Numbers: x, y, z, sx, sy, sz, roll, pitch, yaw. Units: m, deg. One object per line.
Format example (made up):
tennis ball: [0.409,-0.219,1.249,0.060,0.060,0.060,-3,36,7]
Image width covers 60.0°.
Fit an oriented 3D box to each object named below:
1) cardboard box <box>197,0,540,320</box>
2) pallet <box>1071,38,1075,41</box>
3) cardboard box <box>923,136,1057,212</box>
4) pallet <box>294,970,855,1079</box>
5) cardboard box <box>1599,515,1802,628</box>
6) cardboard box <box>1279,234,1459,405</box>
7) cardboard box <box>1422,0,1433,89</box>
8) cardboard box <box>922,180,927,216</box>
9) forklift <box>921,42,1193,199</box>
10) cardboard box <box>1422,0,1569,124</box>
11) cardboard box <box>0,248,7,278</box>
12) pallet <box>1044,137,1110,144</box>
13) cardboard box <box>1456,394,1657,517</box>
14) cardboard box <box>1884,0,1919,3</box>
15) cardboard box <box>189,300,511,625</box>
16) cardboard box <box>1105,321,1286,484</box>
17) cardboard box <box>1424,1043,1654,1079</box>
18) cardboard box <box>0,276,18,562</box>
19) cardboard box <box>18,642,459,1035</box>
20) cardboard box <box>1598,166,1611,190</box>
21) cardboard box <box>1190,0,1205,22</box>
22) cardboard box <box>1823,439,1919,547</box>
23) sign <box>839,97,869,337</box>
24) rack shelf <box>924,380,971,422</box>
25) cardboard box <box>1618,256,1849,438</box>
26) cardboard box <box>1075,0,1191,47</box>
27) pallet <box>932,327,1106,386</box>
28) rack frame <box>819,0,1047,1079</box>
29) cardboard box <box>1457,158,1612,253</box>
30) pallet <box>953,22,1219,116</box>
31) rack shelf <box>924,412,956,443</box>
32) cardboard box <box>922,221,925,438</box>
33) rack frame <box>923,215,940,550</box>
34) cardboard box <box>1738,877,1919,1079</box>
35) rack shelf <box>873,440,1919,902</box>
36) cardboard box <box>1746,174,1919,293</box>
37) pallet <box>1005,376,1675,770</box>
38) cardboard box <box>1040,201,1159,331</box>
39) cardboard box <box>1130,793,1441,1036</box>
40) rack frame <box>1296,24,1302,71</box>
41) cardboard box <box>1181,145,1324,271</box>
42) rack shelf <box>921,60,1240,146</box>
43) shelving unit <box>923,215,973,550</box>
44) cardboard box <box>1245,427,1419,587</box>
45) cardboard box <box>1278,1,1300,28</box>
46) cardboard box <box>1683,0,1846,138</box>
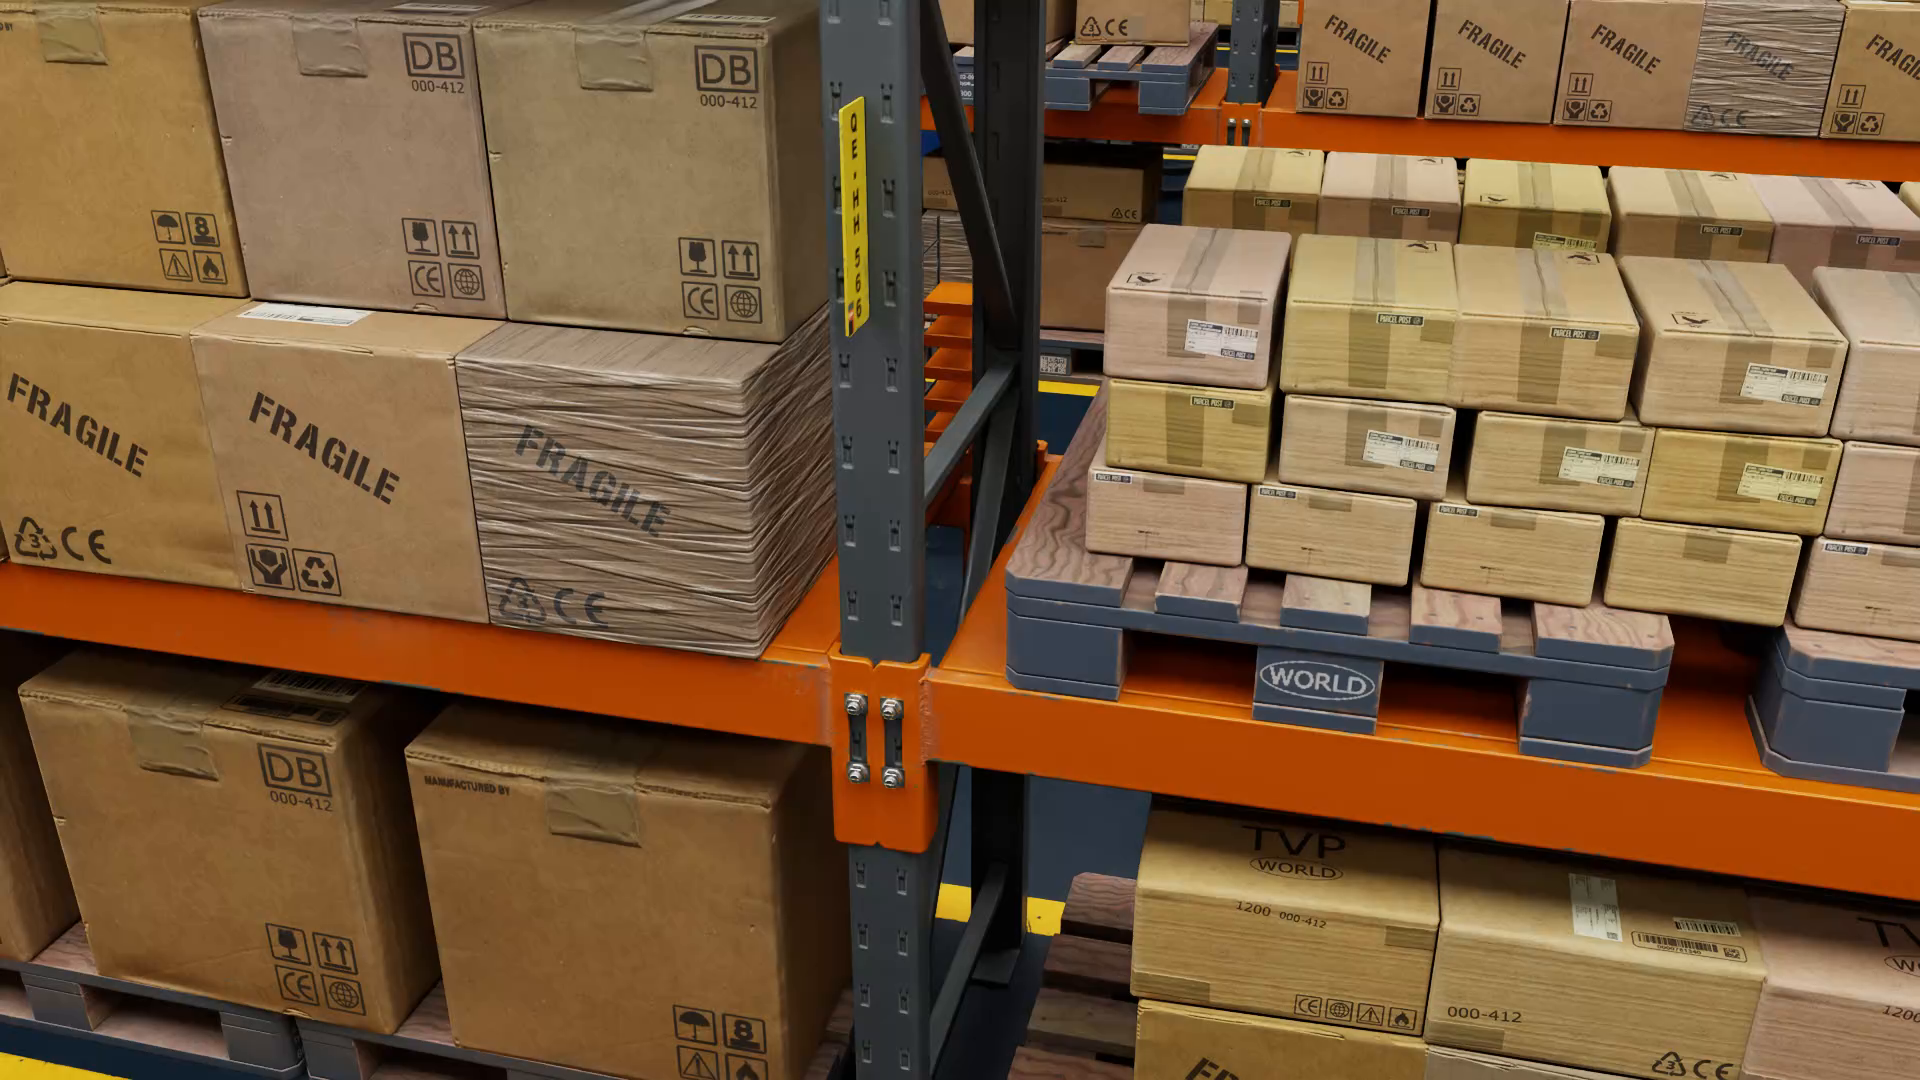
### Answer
cardboard box: [-0.938,-0.771,3.100,0.500,0.500,0.700,6,26,12]
pallet: [1.823,-5.323,17.186,1.213,0.211,1.003,6,26,13]
cardboard box: [0.145,-1.743,7.945,0.500,0.250,0.500,9,27,19]
pallet: [-0.760,0.975,3.957,1.213,0.211,1.003,6,26,13]
cardboard box: [1.151,-0.027,2.621,0.250,0.149,0.380,8,26,15]
cardboard box: [0.645,-0.356,2.619,0.250,0.149,0.380,6,26,12]
cardboard box: [2.339,-2.262,7.396,0.500,0.500,0.500,6,26,13]
cardboard box: [-0.427,-1.468,8.240,0.500,0.500,0.700,9,27,17]
forklift: [0.432,-3.398,9.977,3.031,2.935,1.130,-1,25,-3]
cardboard box: [2.221,-2.048,6.946,0.500,0.500,0.500,6,26,12]
cardboard box: [-1.930,-0.880,3.329,0.500,0.500,0.700,6,26,12]
pallet: [0.633,-3.256,12.844,1.213,0.211,1.003,6,26,13]
cardboard box: [0.925,-0.188,2.614,0.250,0.149,0.380,5,26,11]
cardboard box: [3.909,-2.436,6.593,0.637,0.503,0.797,7,26,14]
cardboard box: [-1.001,-0.204,3.073,0.500,0.500,0.500,6,26,13]
cardboard box: [0.403,-0.244,2.730,0.250,0.149,0.380,7,26,15]
cardboard box: [1.094,1.005,3.069,0.500,0.500,0.500,7,26,14]
cardboard box: [-1.983,-0.311,3.297,0.500,0.500,0.500,7,26,14]
cardboard box: [-1.430,0.463,3.917,0.750,0.750,1.050,7,26,14]
cardboard box: [2.842,-1.272,7.415,0.875,0.875,1.225,6,26,13]
cardboard box: [2.232,-5.358,16.725,0.500,0.250,0.500,7,26,14]
cardboard box: [1.411,-0.134,2.501,0.250,0.149,0.380,6,26,13]
sign: [-0.150,-0.460,2.380,0.005,0.325,0.100,6,26,13]
rack shelf: [-0.014,-0.503,6.014,0.180,0.103,0.258,6,26,13]
cardboard box: [1.138,-0.299,2.500,0.250,0.149,0.380,5,26,11]
cardboard box: [0.785,-2.499,7.404,0.500,0.500,0.500,3,26,7]
pallet: [0.561,-1.048,8.205,1.213,0.211,1.003,6,26,13]
rack frame: [-0.015,-0.169,3.115,0.127,3.000,1.000,6,26,13]
cardboard box: [1.070,-0.596,3.124,0.250,0.149,0.380,7,26,15]
pallet: [0.601,-2.168,7.537,1.003,0.211,1.213,6,26,13]
rack shelf: [-0.014,-0.395,6.066,0.180,0.103,0.258,6,26,13]
cardboard box: [-0.383,-0.374,3.430,0.500,0.500,0.500,7,26,14]
rack frame: [-0.103,-0.553,6.016,0.006,1.200,0.240,6,26,13]
cardboard box: [1.559,0.719,2.797,0.500,0.250,0.500,7,26,13]
rack shelf: [1.922,0.370,2.819,4.000,0.370,1.077,6,26,13]
cardboard box: [1.561,-0.541,3.008,0.250,0.149,0.380,6,26,13]
pallet: [0.701,-0.050,3.089,1.003,0.211,1.213,6,26,13]
cardboard box: [0.664,-1.356,8.005,0.500,0.500,0.700,5,26,10]
cardboard box: [0.592,0.606,3.034,0.500,0.250,0.500,5,26,11]
rack frame: [2.551,-4.285,11.760,0.127,3.000,1.000,6,26,13]
cardboard box: [0.574,-0.652,3.241,0.250,0.149,0.380,5,26,11]
rack shelf: [-0.619,-2.112,8.033,4.000,0.370,1.077,6,26,13]
shelving unit: [-0.014,-0.543,5.995,0.189,1.200,0.258,6,26,13]
cardboard box: [0.628,-0.084,2.741,0.250,0.149,0.380,8,26,16]
cardboard box: [3.218,-5.249,16.497,0.500,0.250,0.500,7,26,14]
cardboard box: [3.202,-1.940,6.720,0.500,0.500,0.500,6,26,13]
